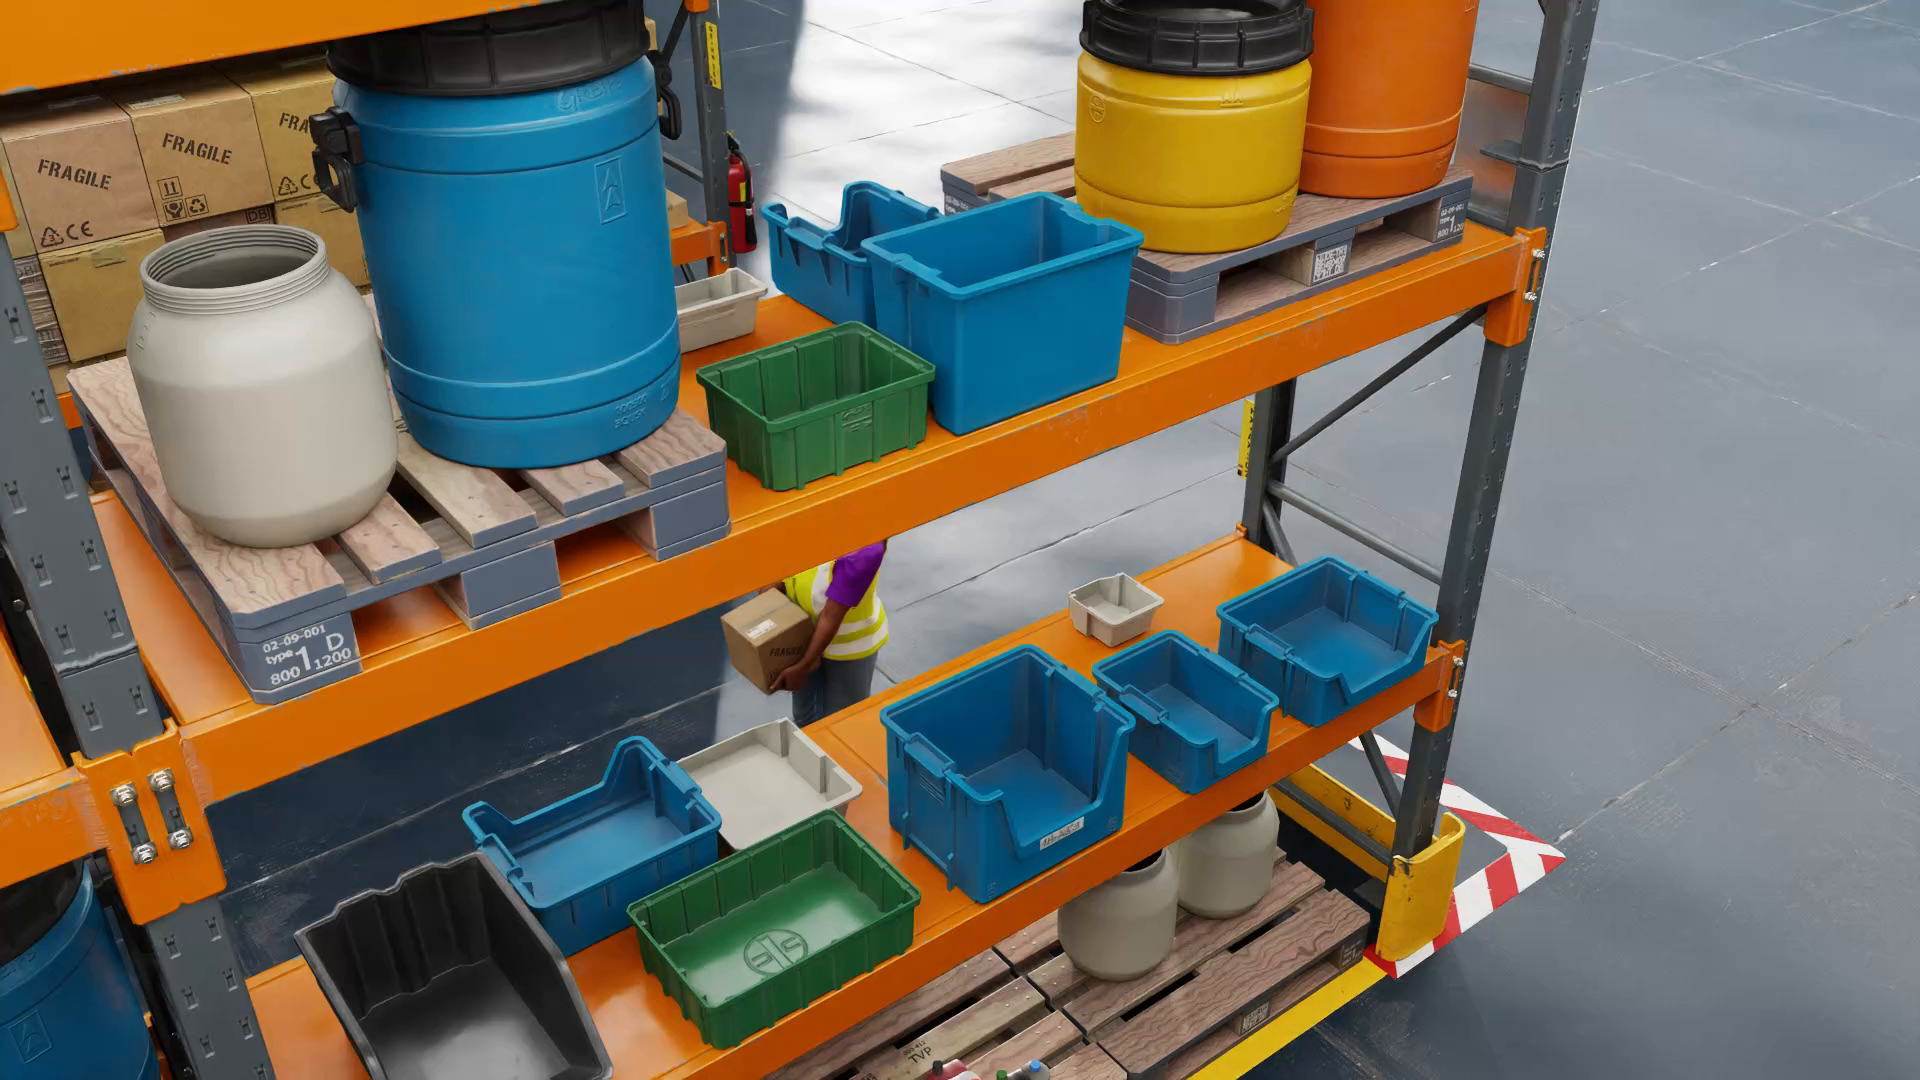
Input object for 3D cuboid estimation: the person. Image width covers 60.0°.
[{"bbox_3d":[-0.563,0.421,6.442,0.566,1.762,0.505,-23,39,-32],"label":"person"}]
